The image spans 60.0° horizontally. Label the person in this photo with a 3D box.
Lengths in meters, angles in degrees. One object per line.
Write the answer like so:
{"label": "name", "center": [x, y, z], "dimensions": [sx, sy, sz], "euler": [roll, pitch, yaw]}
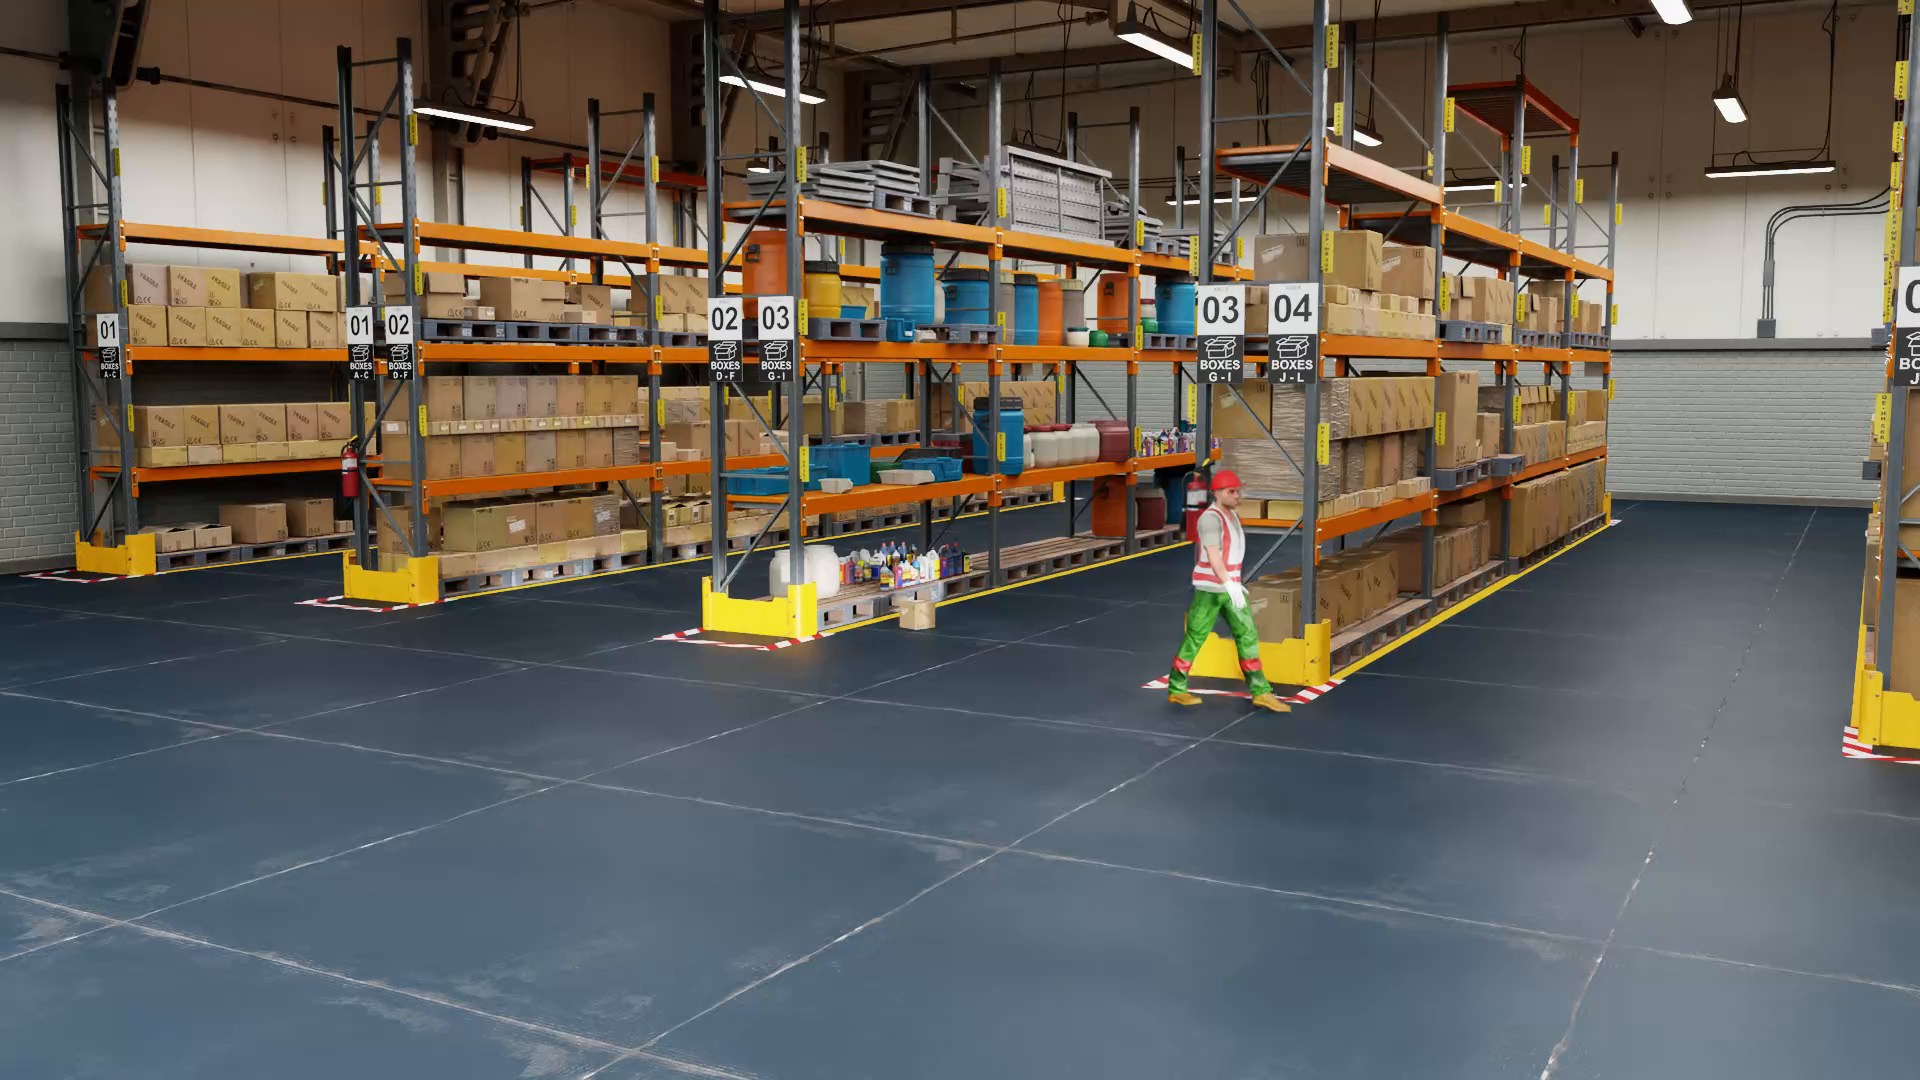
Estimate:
{"label": "person", "center": [1.988, 0.369, 12.243], "dimensions": [0.891, 1.766, 0.715], "euler": [4, 7, 35]}
